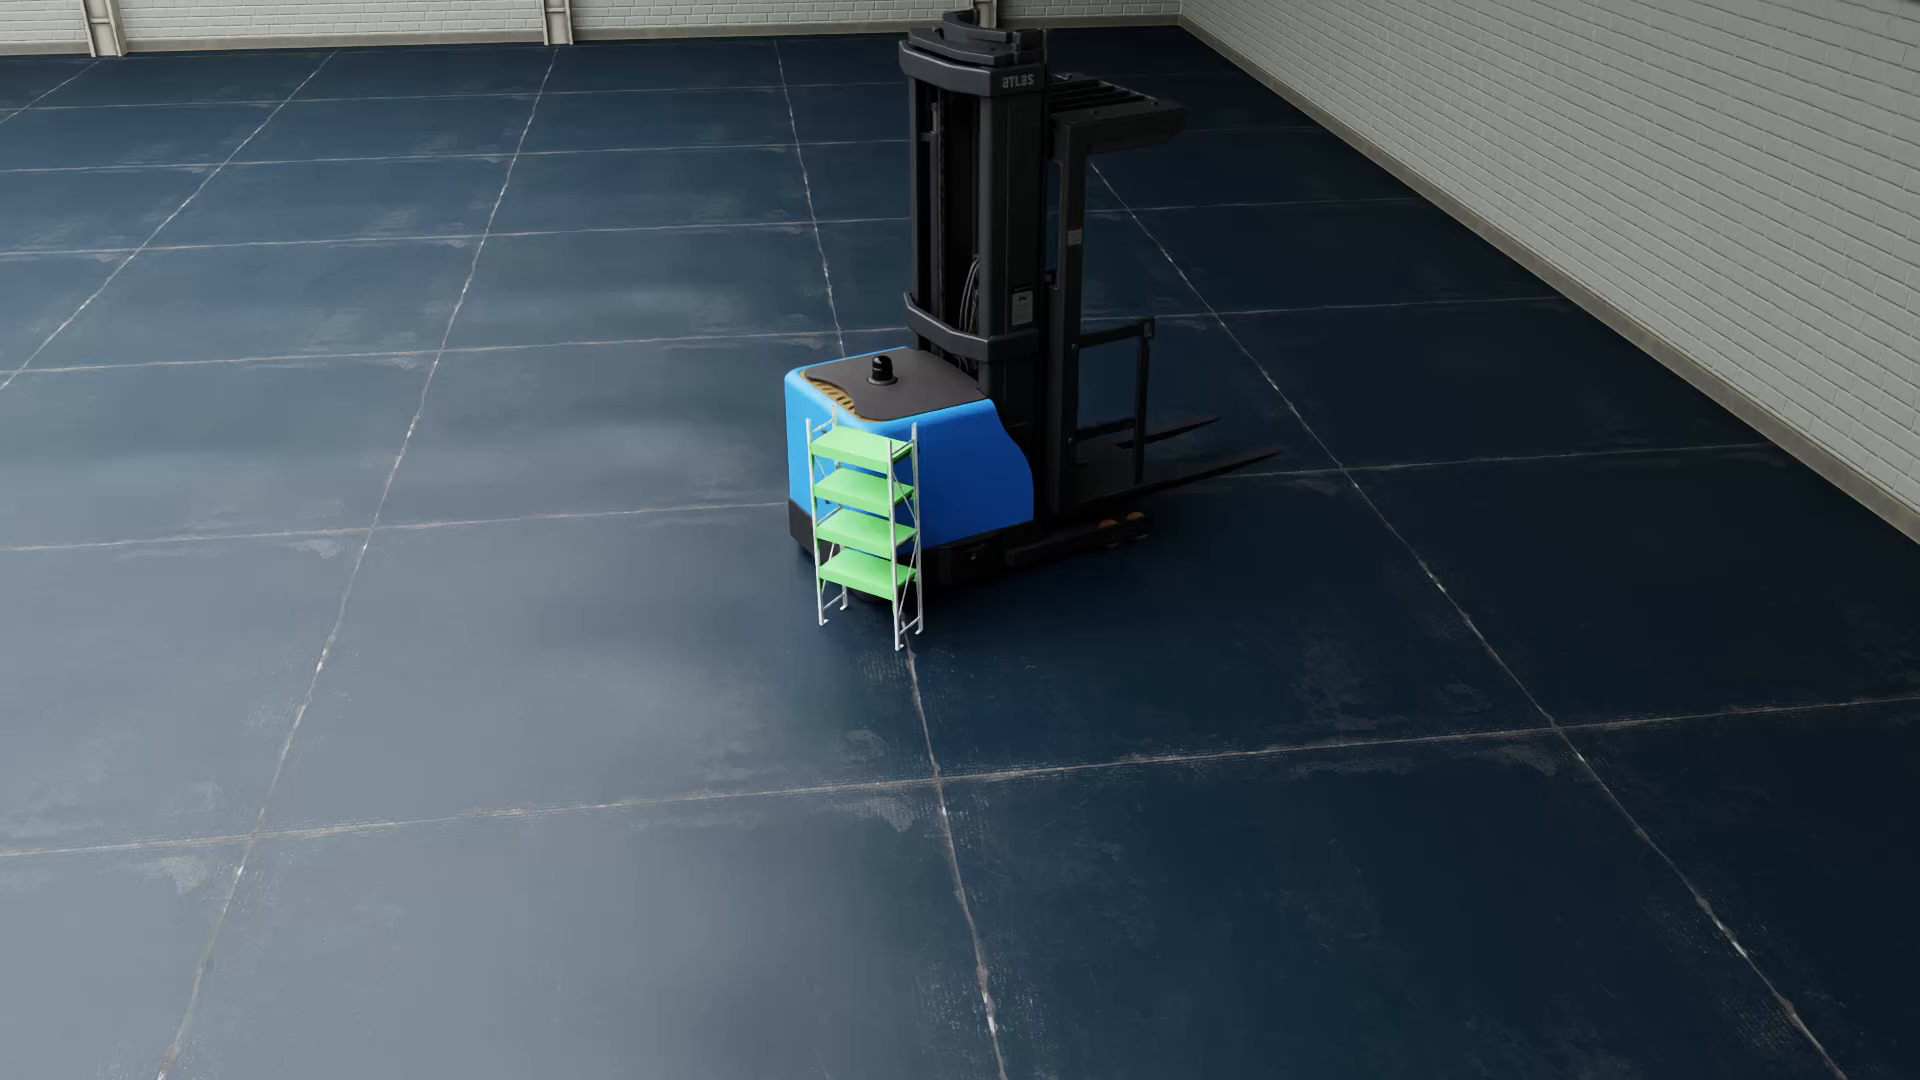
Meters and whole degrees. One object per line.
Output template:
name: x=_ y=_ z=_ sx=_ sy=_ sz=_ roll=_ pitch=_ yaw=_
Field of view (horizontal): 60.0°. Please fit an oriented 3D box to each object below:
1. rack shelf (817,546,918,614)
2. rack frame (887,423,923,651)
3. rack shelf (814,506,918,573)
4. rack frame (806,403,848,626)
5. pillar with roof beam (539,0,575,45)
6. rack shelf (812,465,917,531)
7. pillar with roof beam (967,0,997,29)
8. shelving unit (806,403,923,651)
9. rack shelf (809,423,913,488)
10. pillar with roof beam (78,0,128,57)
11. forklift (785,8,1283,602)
rack shelf: x=-0.476 y=0.204 z=8.694 sx=0.480 sy=0.148 sz=0.258 roll=16 pitch=33 yaw=28
rack frame: x=-0.274 y=-0.003 z=8.433 sx=0.015 sy=1.200 sz=0.240 roll=16 pitch=33 yaw=28
rack shelf: x=-0.480 y=-0.006 z=8.579 sx=0.480 sy=0.148 sz=0.258 roll=16 pitch=33 yaw=28
rack frame: x=-0.688 y=-0.121 z=8.663 sx=0.015 sy=1.200 sz=0.240 roll=16 pitch=33 yaw=28
pillar with roof beam: x=-5.029 y=-9.053 z=17.536 sx=0.400 sy=9.000 sz=9.100 roll=-4 pitch=27 yaw=-7
rack shelf: x=-0.484 y=-0.217 z=8.464 sx=0.480 sy=0.148 sz=0.258 roll=16 pitch=33 yaw=28
pillar with roof beam: x=0.913 y=-9.435 z=18.280 sx=0.400 sy=9.000 sz=9.100 roll=-4 pitch=27 yaw=-7
shelving unit: x=-0.481 y=-0.062 z=8.548 sx=0.503 sy=1.200 sz=0.258 roll=16 pitch=33 yaw=28
rack shelf: x=-0.488 y=-0.427 z=8.349 sx=0.480 sy=0.148 sz=0.258 roll=16 pitch=33 yaw=28
pillar with roof beam: x=-10.970 y=-8.671 z=16.793 sx=0.400 sy=9.000 sz=9.100 roll=-4 pitch=27 yaw=-7
forklift: x=0.542 y=-1.448 z=9.361 sx=3.031 sy=2.935 sz=1.130 roll=-15 pitch=31 yaw=-27
